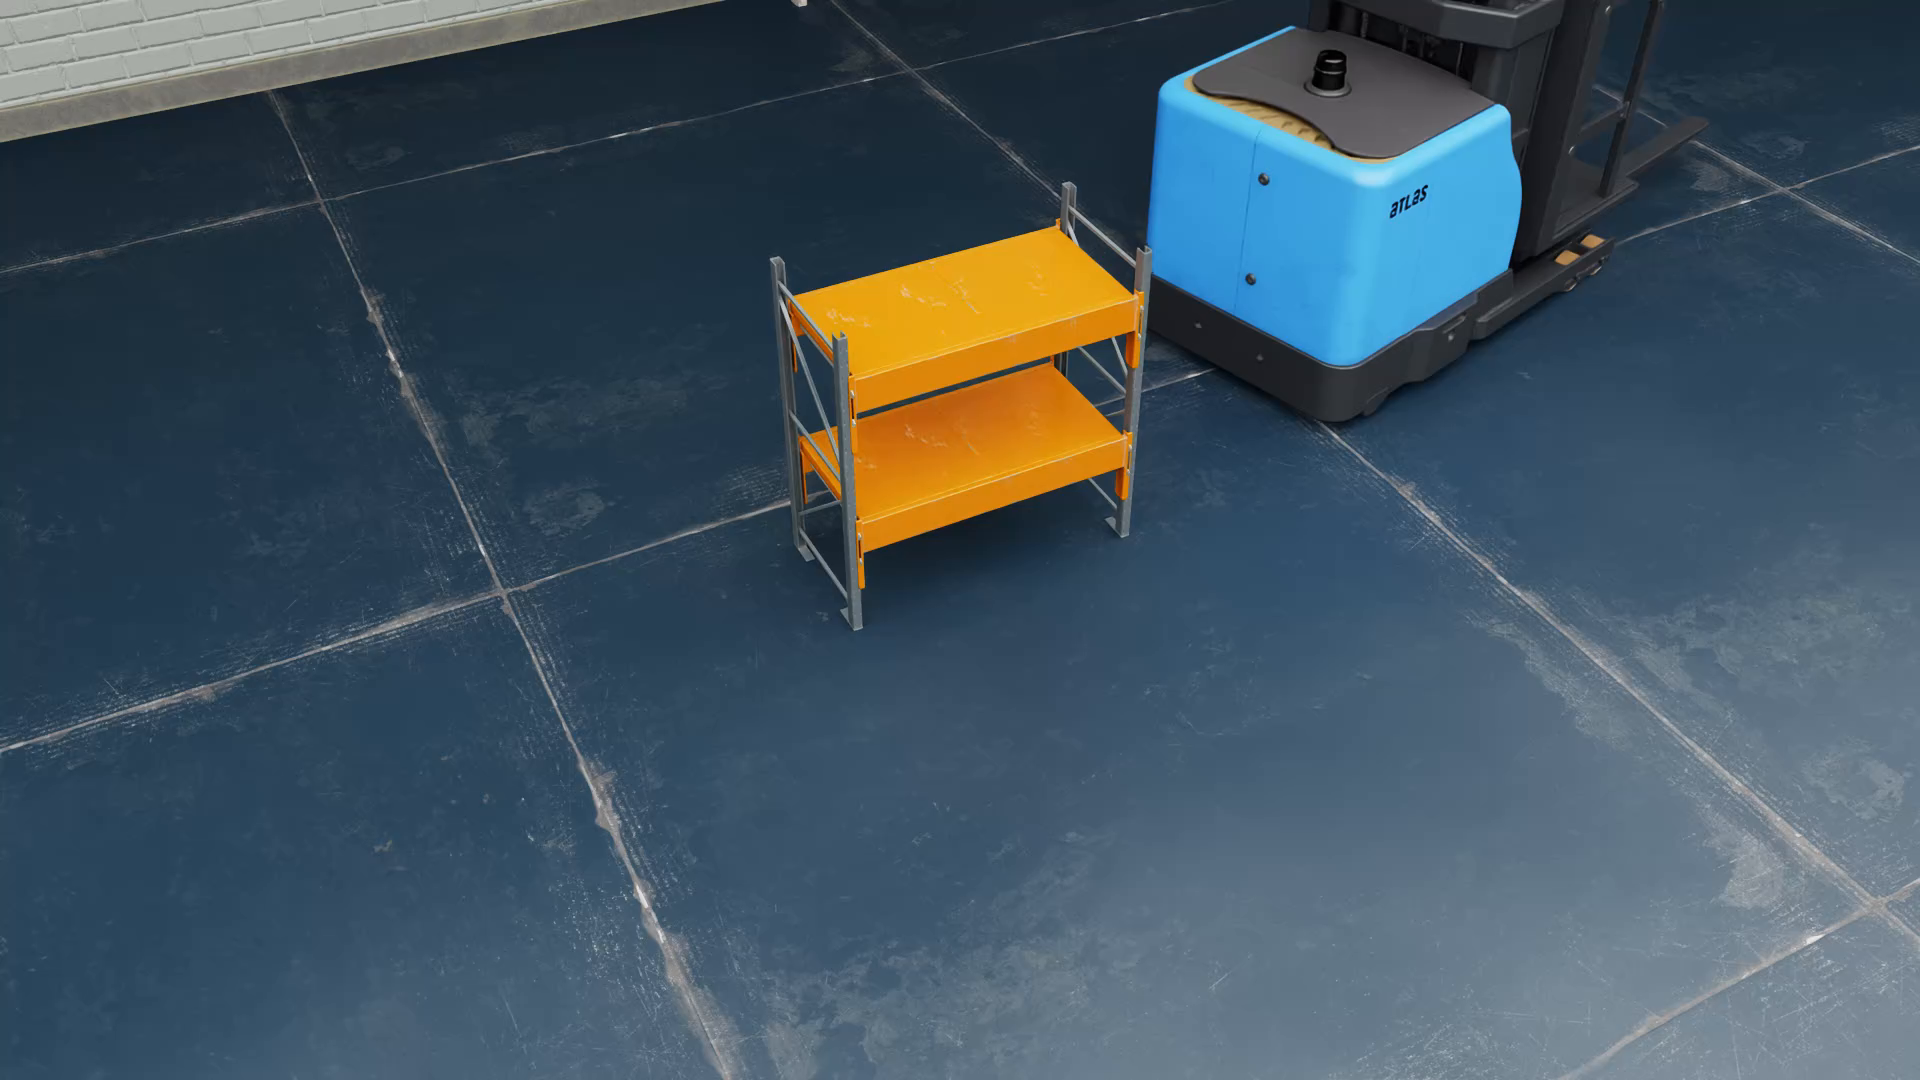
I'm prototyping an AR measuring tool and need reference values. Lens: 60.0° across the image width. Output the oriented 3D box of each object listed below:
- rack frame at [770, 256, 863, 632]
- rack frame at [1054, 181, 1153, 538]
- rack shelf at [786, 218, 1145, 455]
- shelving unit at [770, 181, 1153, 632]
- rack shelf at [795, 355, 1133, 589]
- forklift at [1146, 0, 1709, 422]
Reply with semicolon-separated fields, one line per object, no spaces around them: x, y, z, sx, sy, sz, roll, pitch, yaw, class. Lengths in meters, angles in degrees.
-0.445;-0.280;5.210;0.032;1.125;0.500;-19;44;-21;rack frame
0.457;-0.583;5.568;0.032;1.125;0.500;-19;44;-21;rack frame
0.006;-0.655;5.200;1.000;0.278;0.538;-19;44;-21;rack shelf
0.006;-0.431;5.389;1.048;1.125;0.538;-19;44;-21;shelving unit
0.006;-0.245;5.547;1.000;0.278;0.538;-19;44;-21;rack shelf
2.134;-2.385;6.299;3.031;2.935;1.130;-31;49;-31;forklift
